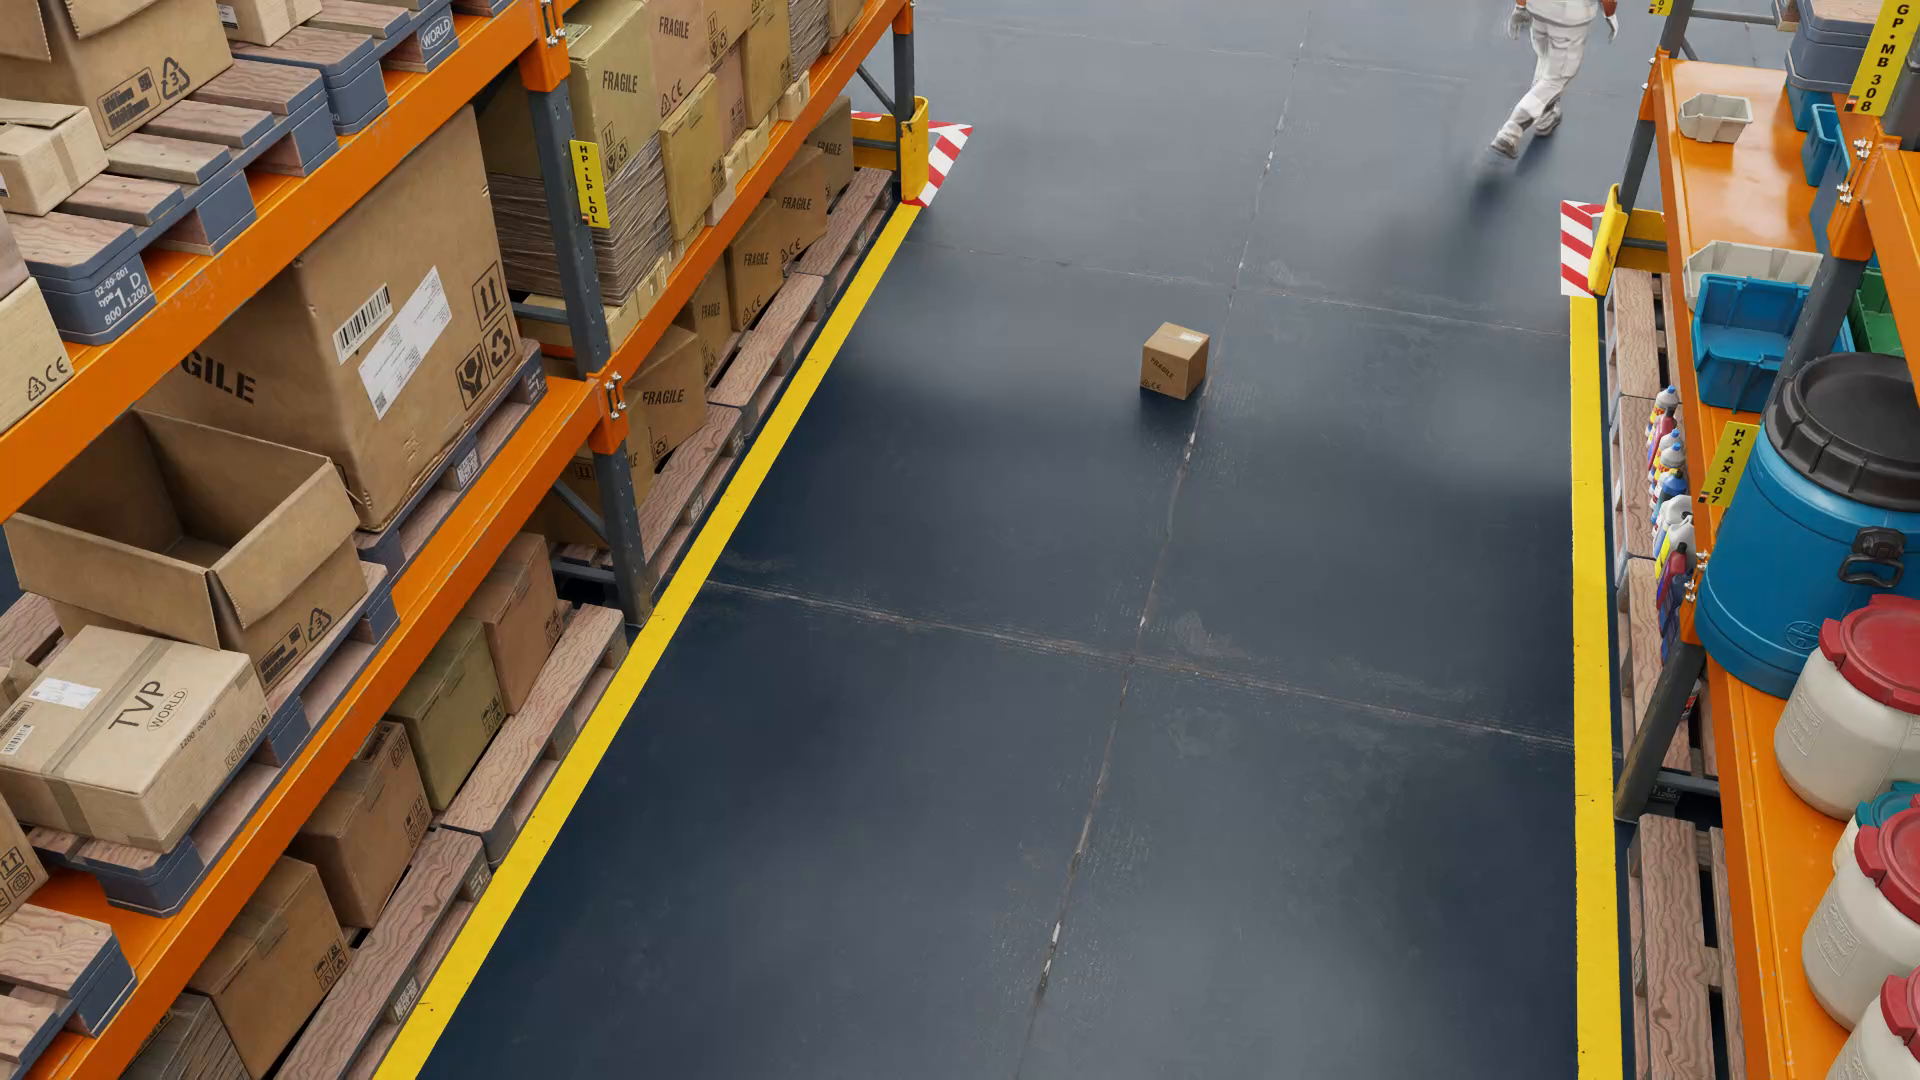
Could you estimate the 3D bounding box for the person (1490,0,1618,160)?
[{"bbox_3d":[3.528,-3.070,9.717,0.996,1.755,0.565,-32,50,-32],"label":"person"}]
